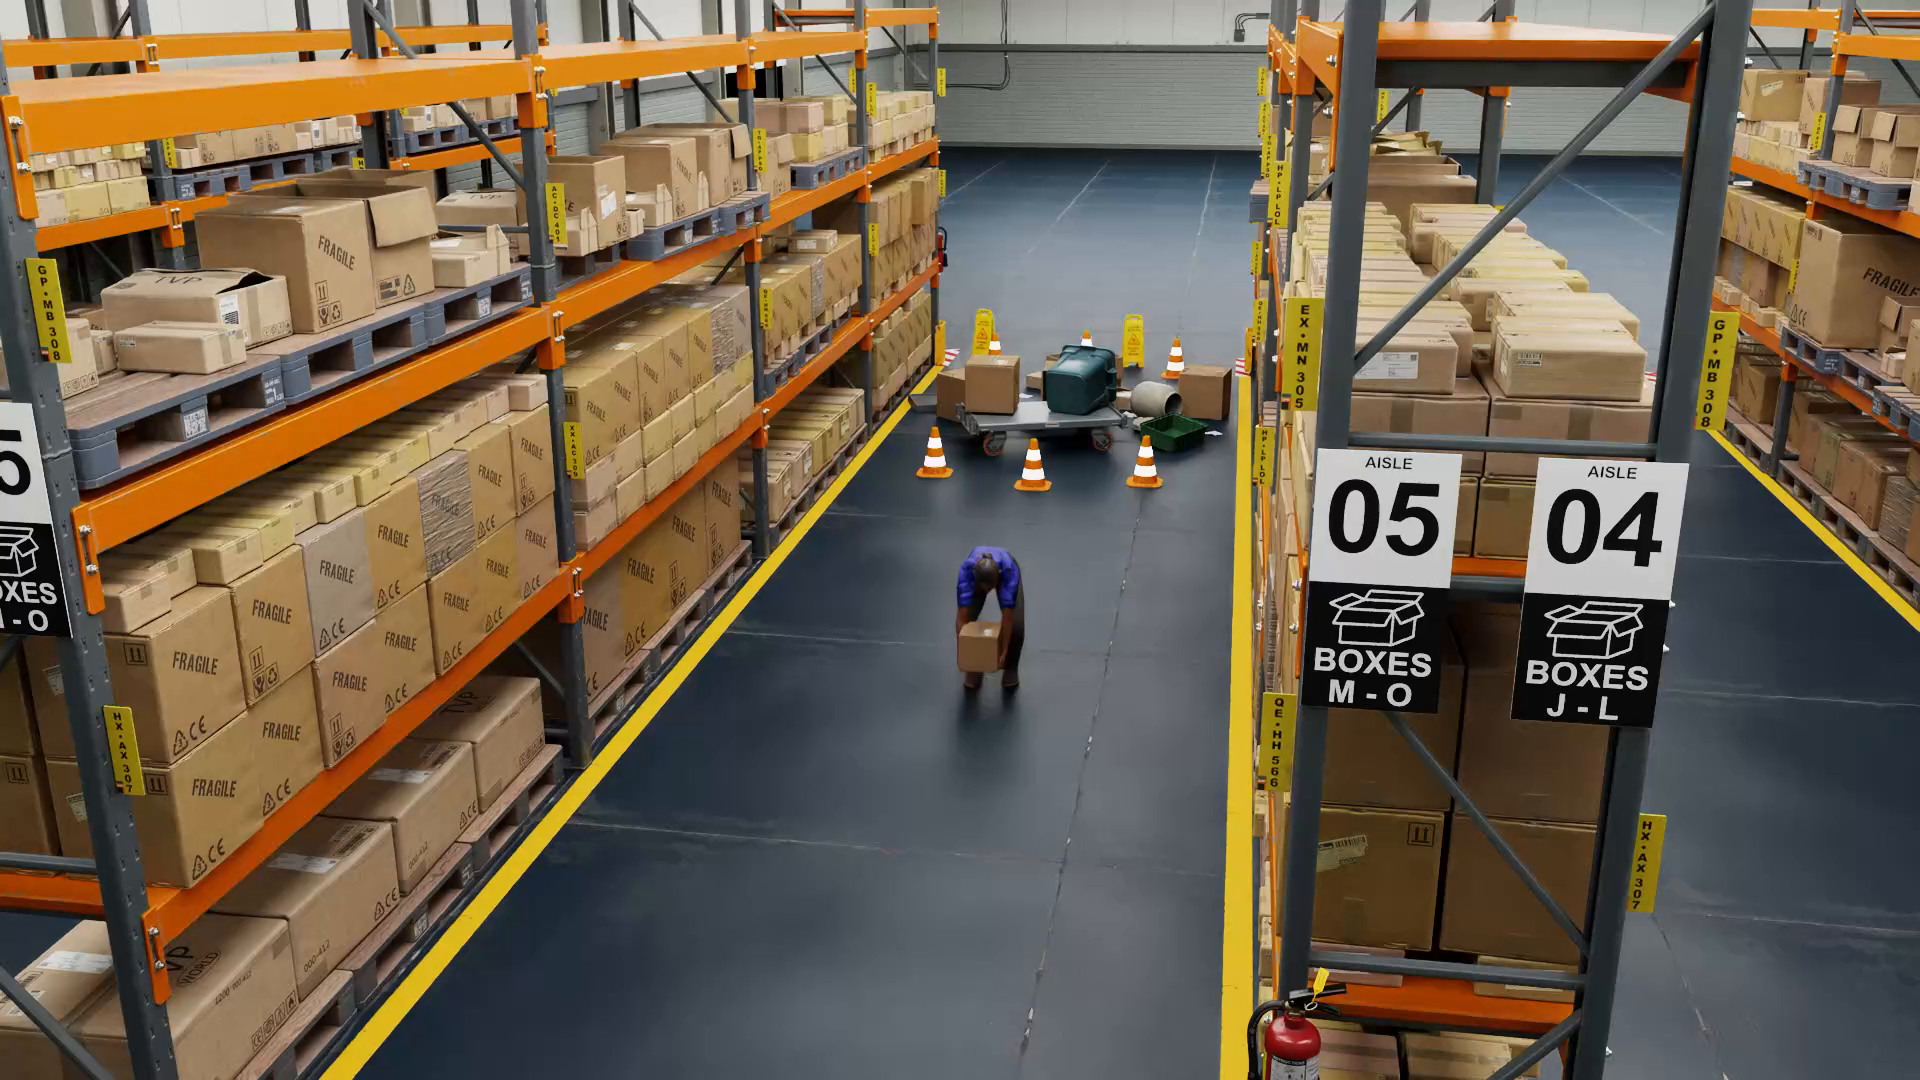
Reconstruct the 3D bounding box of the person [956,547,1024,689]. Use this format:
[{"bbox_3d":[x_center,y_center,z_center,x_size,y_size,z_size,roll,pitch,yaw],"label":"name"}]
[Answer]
[{"bbox_3d":[0.200,0.506,11.004,0.452,1.046,0.858,2,18,6],"label":"person"}]
